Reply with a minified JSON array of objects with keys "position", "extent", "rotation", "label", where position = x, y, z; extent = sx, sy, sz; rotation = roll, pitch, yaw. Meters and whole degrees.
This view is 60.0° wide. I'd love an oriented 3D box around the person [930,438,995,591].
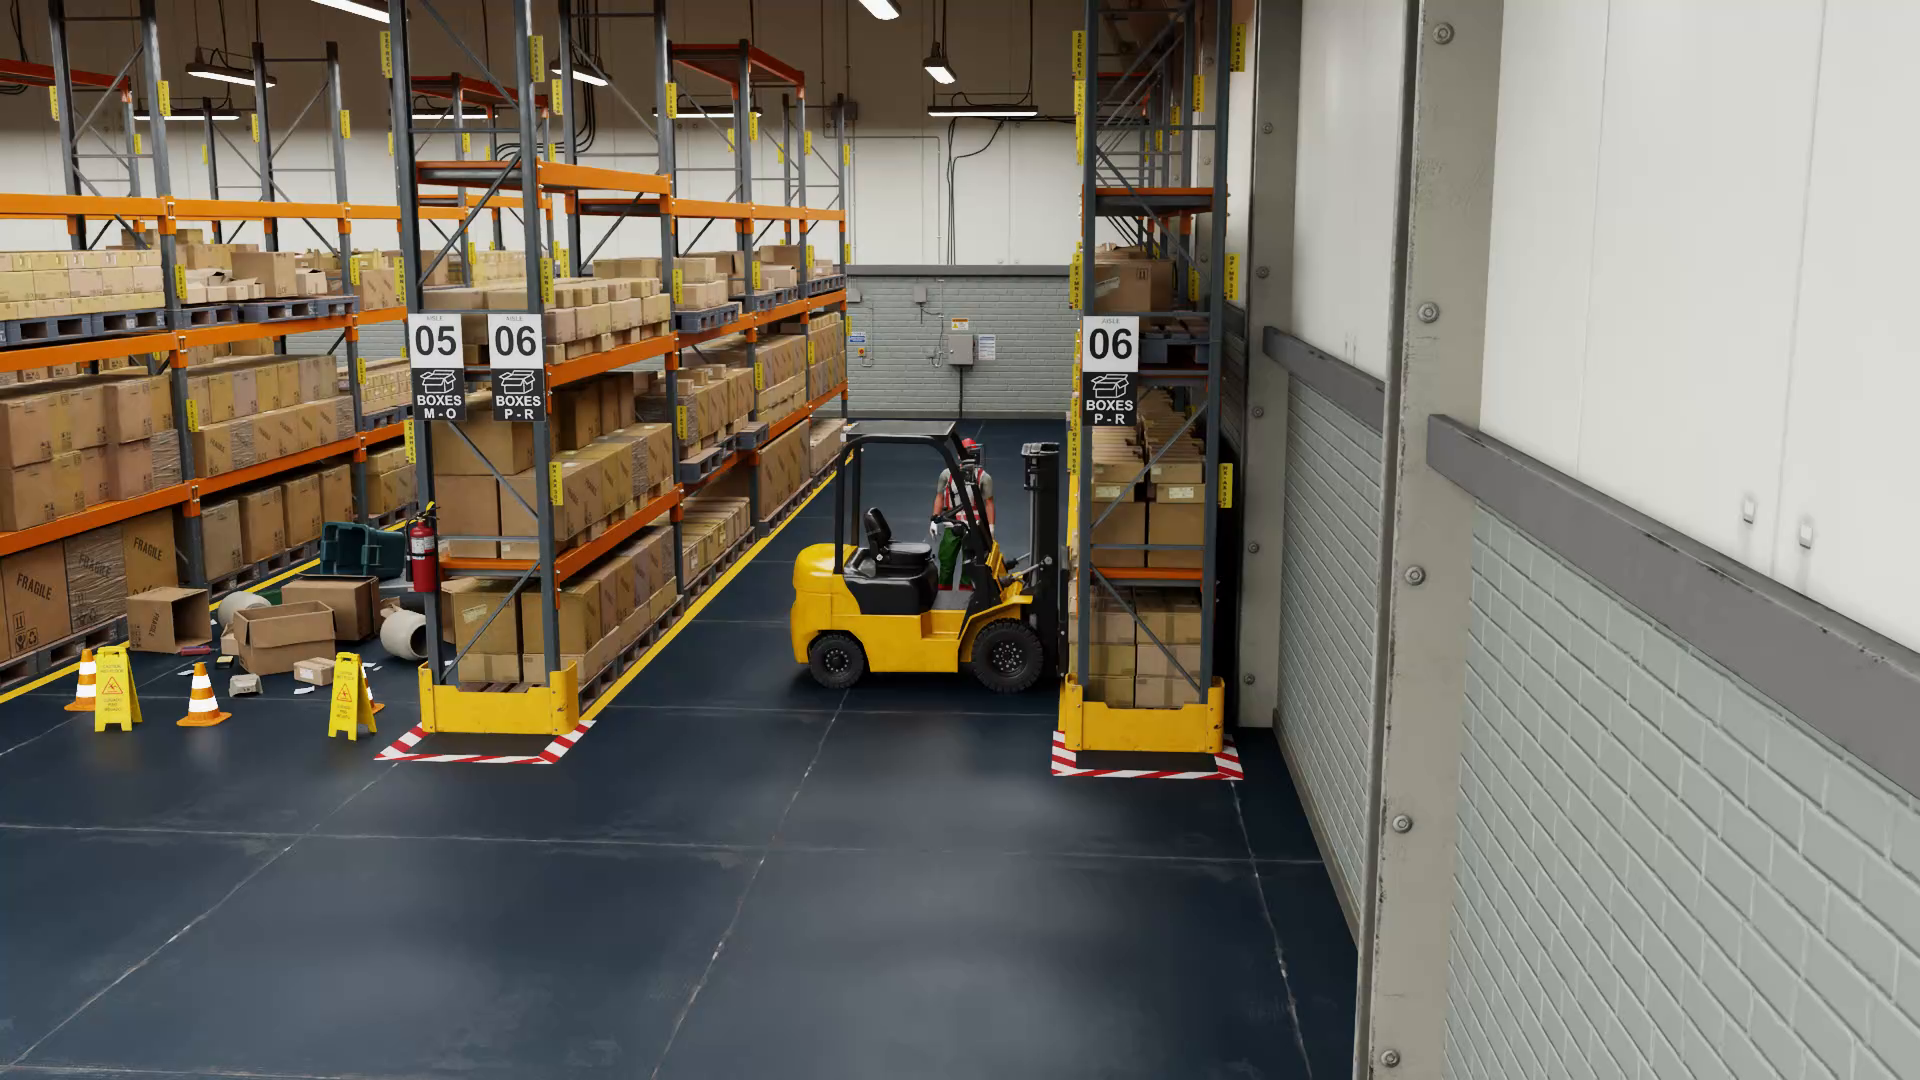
[{"position":[0.022,-0.089,16.282],"extent":[0.638,1.791,0.561],"rotation":[1,11,4],"label":"person"}]
